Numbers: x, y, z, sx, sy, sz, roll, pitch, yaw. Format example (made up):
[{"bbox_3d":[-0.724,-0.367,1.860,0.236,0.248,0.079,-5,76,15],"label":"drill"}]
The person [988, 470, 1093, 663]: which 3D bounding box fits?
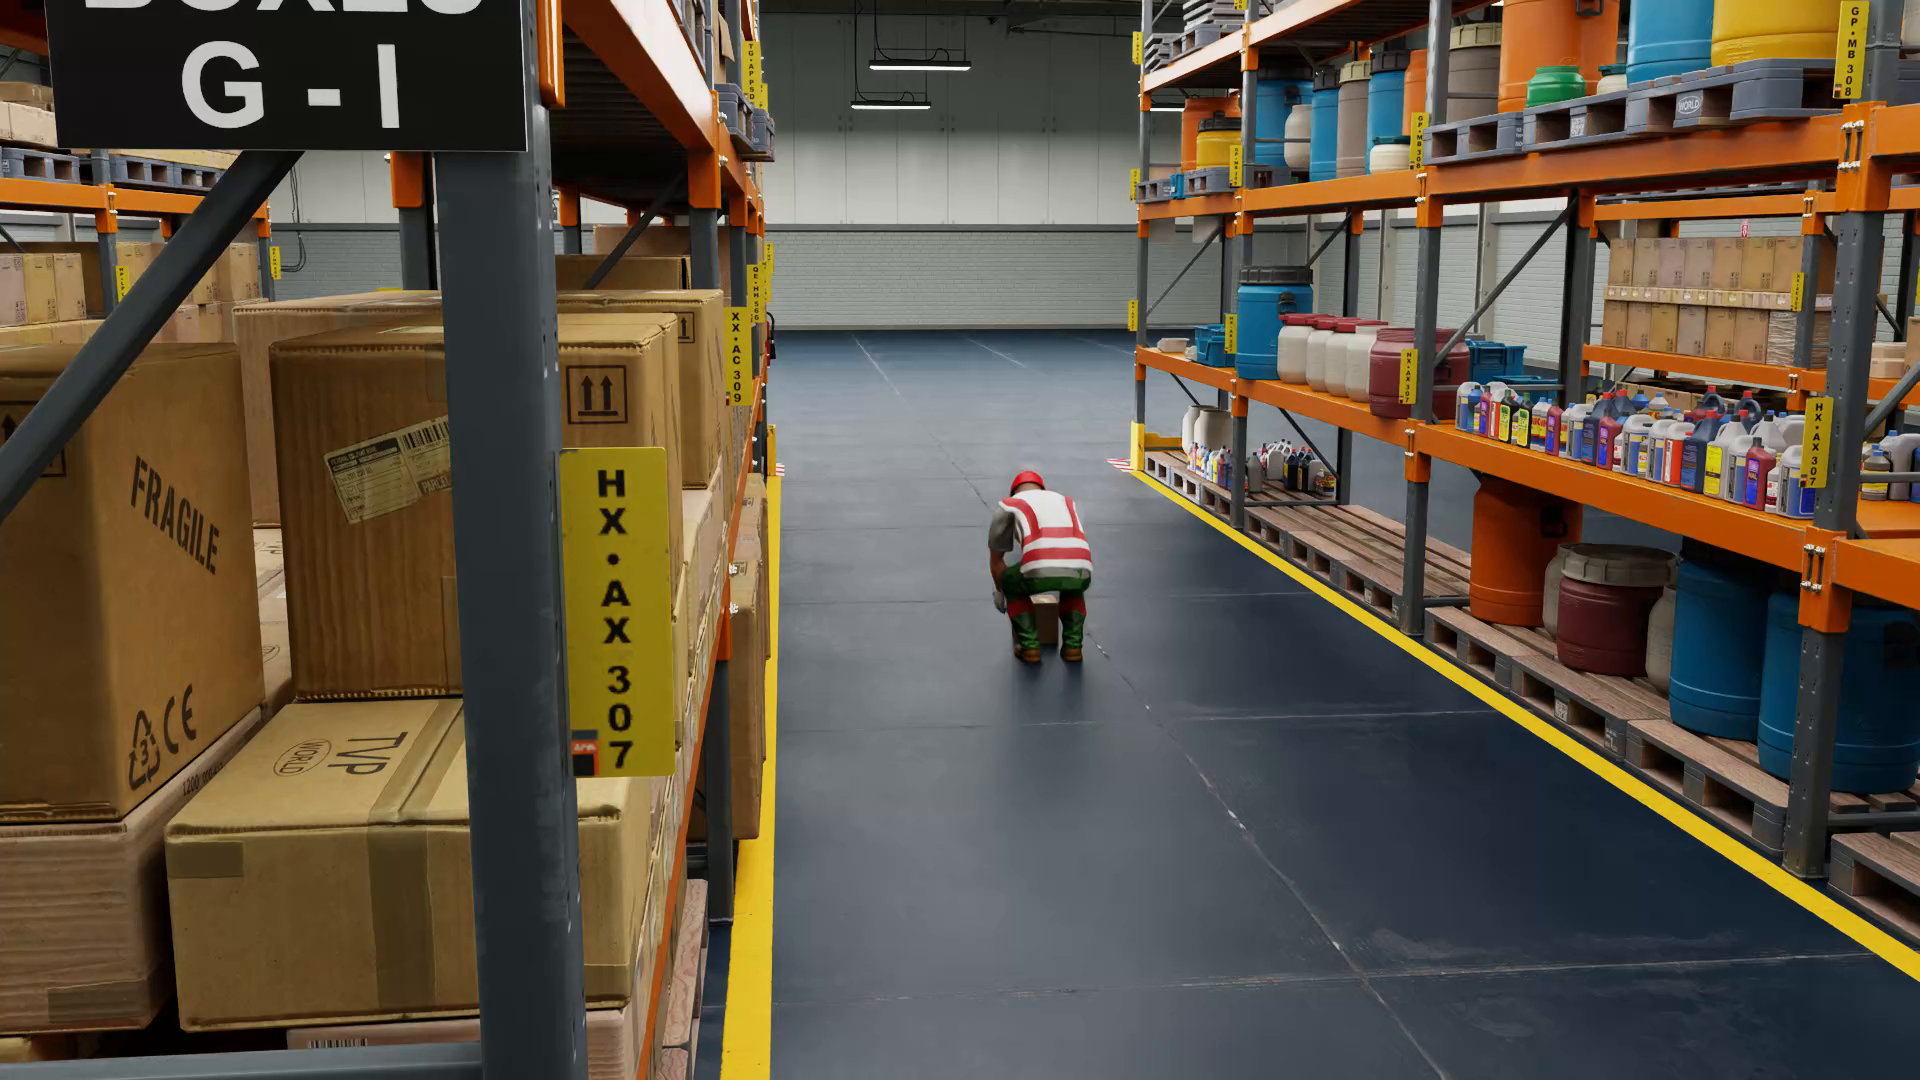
[{"bbox_3d":[0.469,0.153,9.646,0.579,1.041,0.872,-1,10,-6],"label":"person"}]
